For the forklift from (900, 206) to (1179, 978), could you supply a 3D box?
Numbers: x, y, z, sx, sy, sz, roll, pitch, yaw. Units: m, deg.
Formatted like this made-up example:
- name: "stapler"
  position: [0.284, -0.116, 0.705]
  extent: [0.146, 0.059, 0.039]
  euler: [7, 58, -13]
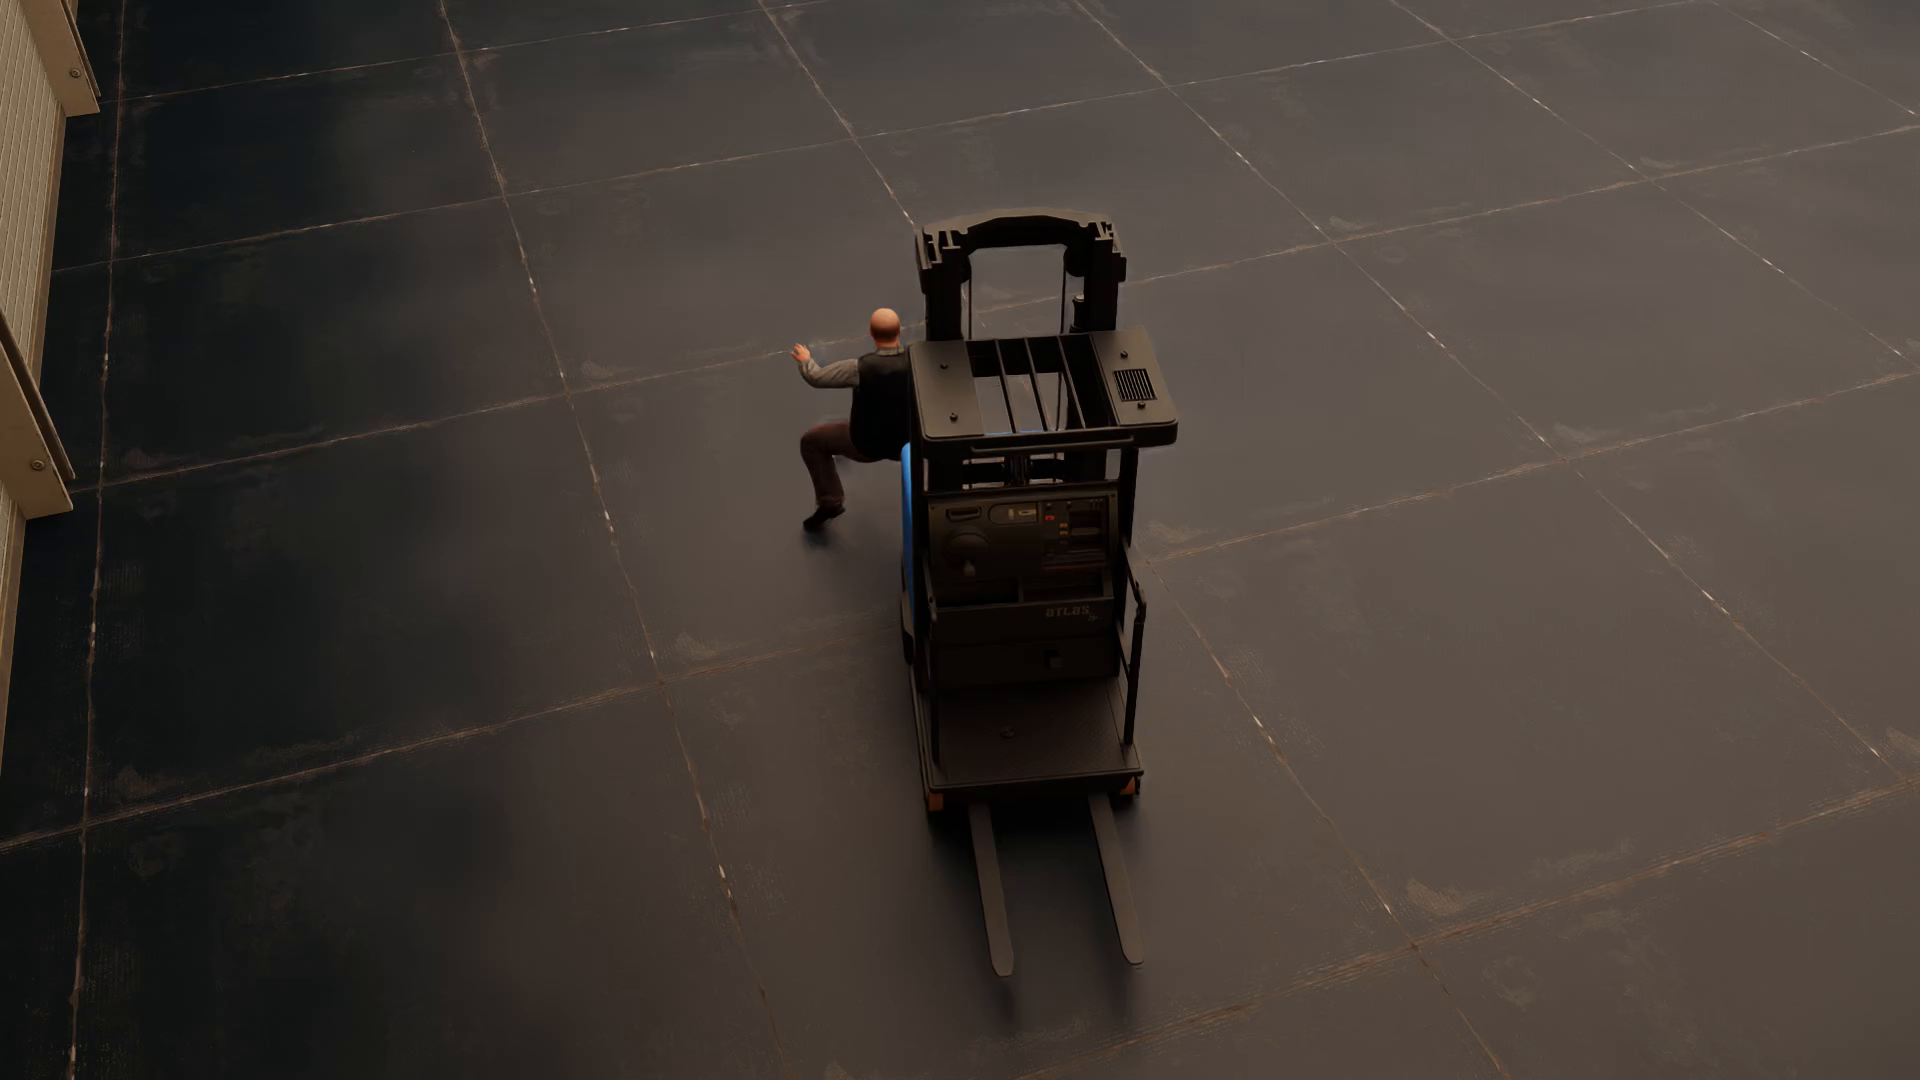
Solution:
- name: "forklift"
  position: [0.336, 0.045, 7.943]
  extent: [1.130, 2.935, 3.031]
  euler: [-4, 40, -5]

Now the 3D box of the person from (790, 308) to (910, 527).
- name: "person"
  position: [-0.479, -0.773, 10.065]
  extent: [1.071, 1.479, 0.731]
  euler: [-10, 41, -11]
